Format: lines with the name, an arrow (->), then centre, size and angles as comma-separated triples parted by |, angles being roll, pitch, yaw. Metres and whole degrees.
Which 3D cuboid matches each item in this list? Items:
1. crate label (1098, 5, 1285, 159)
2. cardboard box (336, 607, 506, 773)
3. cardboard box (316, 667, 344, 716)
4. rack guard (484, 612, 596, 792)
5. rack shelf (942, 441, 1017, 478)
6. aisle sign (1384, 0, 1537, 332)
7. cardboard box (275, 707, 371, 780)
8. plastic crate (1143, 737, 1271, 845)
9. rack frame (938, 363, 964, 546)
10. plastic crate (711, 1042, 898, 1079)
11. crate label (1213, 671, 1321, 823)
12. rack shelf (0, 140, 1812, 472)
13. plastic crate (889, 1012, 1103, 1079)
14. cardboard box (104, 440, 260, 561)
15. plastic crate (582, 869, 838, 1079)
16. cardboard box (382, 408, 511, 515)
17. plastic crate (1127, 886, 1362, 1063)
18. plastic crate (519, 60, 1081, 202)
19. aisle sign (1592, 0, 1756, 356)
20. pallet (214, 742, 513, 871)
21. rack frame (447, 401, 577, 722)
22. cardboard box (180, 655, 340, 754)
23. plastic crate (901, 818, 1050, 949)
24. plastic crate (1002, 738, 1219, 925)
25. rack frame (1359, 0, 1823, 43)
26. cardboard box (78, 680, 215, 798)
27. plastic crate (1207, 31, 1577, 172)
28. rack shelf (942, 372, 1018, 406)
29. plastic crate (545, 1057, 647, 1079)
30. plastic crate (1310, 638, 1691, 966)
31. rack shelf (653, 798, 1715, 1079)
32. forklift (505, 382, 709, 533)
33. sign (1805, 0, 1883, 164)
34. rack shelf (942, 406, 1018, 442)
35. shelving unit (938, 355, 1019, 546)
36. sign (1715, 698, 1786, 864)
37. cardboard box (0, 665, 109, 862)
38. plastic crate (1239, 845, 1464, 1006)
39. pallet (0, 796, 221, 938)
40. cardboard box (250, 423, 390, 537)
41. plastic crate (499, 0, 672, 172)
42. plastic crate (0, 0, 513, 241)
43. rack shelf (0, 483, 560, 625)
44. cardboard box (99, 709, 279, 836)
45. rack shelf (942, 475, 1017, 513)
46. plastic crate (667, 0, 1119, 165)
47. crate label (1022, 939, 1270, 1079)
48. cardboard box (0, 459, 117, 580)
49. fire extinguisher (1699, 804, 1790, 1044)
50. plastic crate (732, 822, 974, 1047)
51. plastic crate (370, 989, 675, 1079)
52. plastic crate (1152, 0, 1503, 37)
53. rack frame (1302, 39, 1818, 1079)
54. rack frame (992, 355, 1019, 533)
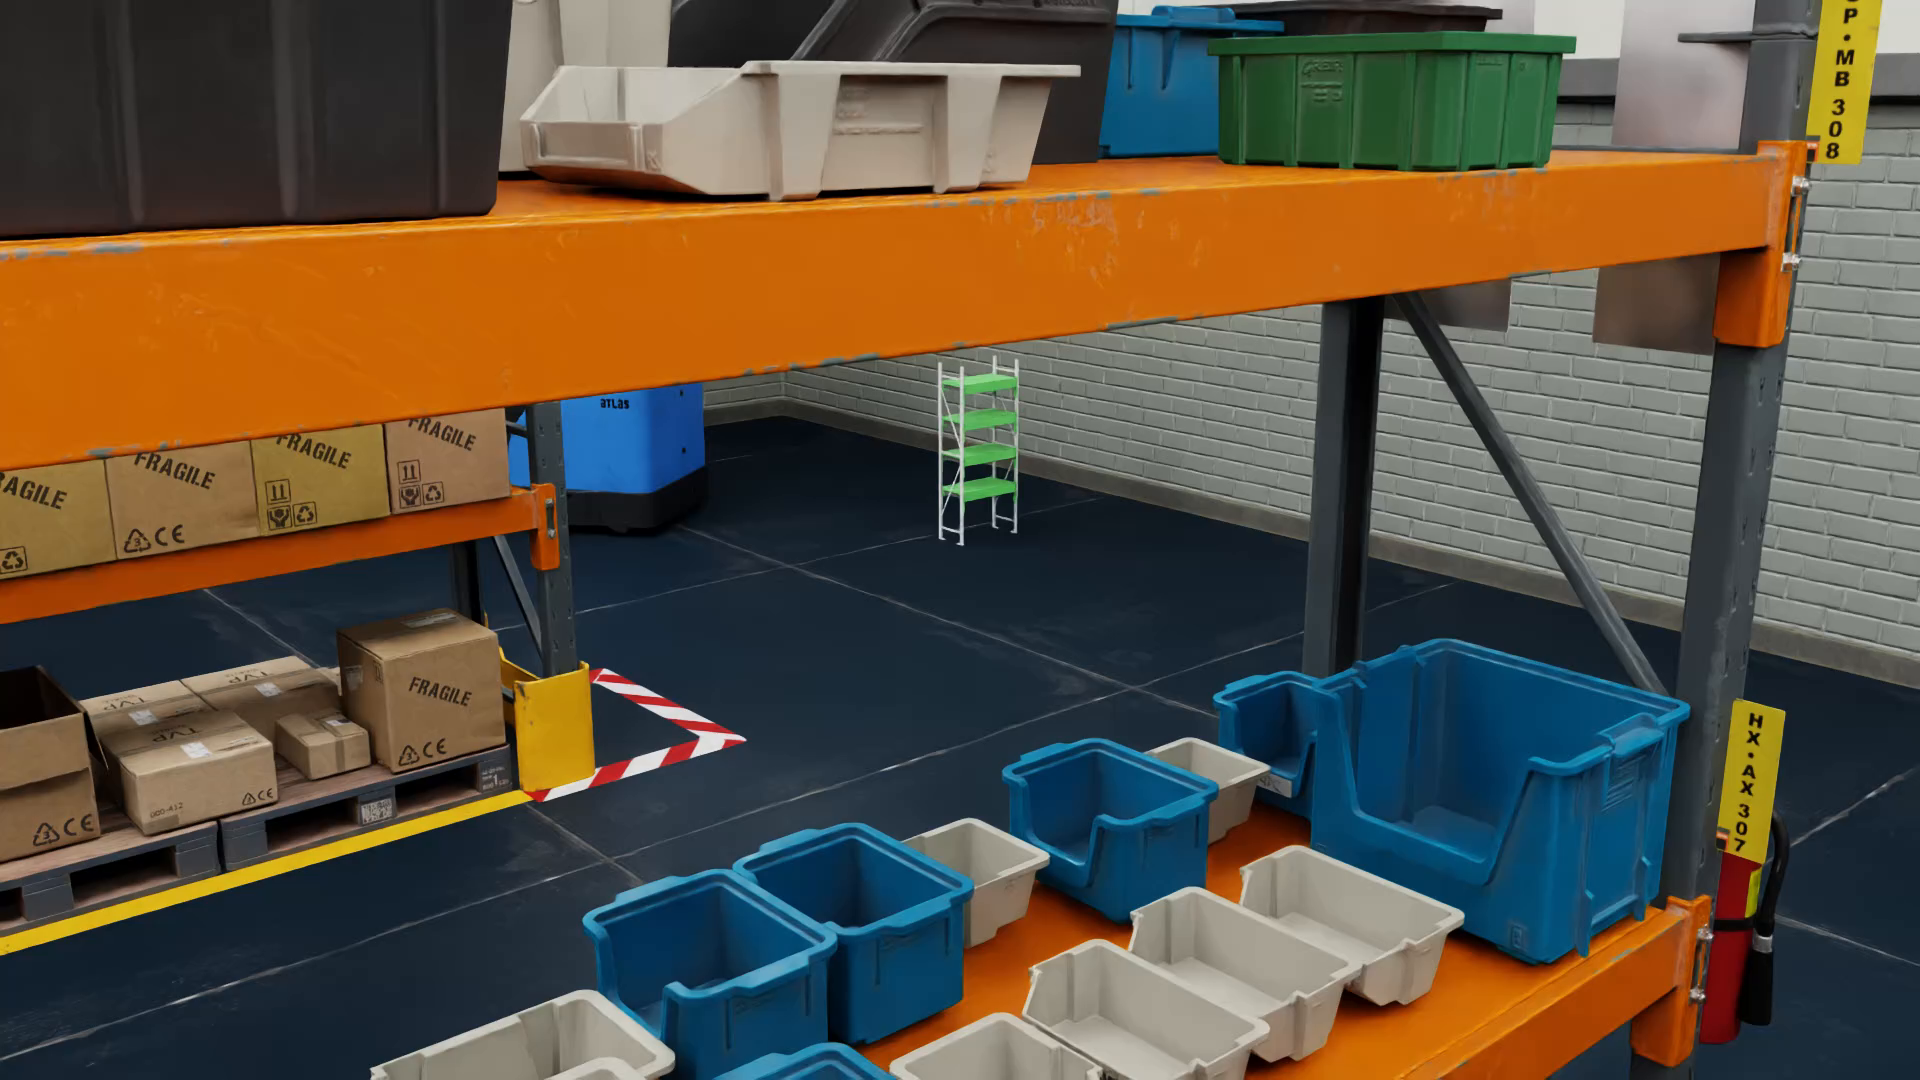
crate label -> 0.294, -0.828, 3.013 | 0.502, 0.251, 0.408 | -13, 19, -39
cardboard box -> -2.295, 0.626, 7.085 | 0.500, 0.500, 0.500 | -13, 19, -39
cardboard box -> -2.776, 0.694, 7.478 | 0.250, 0.166, 0.380 | -13, 19, -39
rack guard -> -2.104, 0.712, 7.618 | 0.348, 0.500, 1.175 | -13, 19, -39
rack shelf -> 0.125, -0.546, 11.217 | 0.480, 0.148, 0.258 | -13, 19, -39
aisle sign -> 1.062, -0.870, 3.657 | 0.004, 0.787, 0.394 | -13, 19, -39
cardboard box -> -2.659, 0.838, 6.936 | 0.250, 0.166, 0.380 | -13, 19, -39
plastic crate -> 0.504, 0.570, 3.697 | 0.298, 0.136, 0.250 | -13, 19, -39
rack frame -> -0.059, -0.566, 11.045 | 0.015, 1.200, 0.240 | -13, 19, -39
plastic crate -> -0.178, 0.906, 2.255 | 0.300, 0.233, 0.416 | -13, 19, -39
crate label -> 0.800, 0.486, 3.828 | 0.303, 0.233, 0.416 | -13, 19, -39
rack shelf -> -0.306, -0.307, 2.168 | 4.000, 0.370, 1.077 | -13, 19, -39
plastic crate -> 0.073, 0.880, 2.539 | 0.250, 0.136, 0.298 | -13, 19, -39
cardboard box -> -2.974, -0.256, 6.204 | 0.500, 0.500, 0.500 | -12, 19, -39
plastic crate -> -0.419, 0.759, 2.802 | 0.300, 0.233, 0.416 | -13, 19, -39
cardboard box -> -2.205, -0.428, 6.848 | 0.500, 0.500, 0.500 | -12, 19, -38
plastic crate -> 0.478, 0.774, 2.935 | 0.243, 0.136, 0.396 | -13, 19, -39
plastic crate -> -0.193, -0.468, 1.886 | 0.530, 0.136, 0.437 | -13, 19, -39
aisle sign -> 1.449, -0.755, 3.227 | 0.004, 0.787, 0.394 | -13, 19, -39
pallet -> -2.704, 0.986, 7.149 | 1.213, 0.211, 1.003 | -13, 19, -39
rack frame -> -2.046, -0.509, 7.343 | 0.127, 3.000, 1.000 | -13, 19, -39
cardboard box -> -3.020, 0.728, 7.186 | 0.500, 0.250, 0.500 | -13, 19, -39
plastic crate -> -0.008, 0.685, 3.267 | 0.298, 0.136, 0.250 | -13, 19, -39
plastic crate -> 0.304, 0.597, 3.410 | 0.300, 0.233, 0.416 | -13, 19, -39
rack frame -> 1.203, -2.442, 2.956 | 0.127, 3.000, 1.000 | -13, 19, -39
cardboard box -> -3.397, 0.813, 6.869 | 0.500, 0.250, 0.500 | -13, 19, -39
plastic crate -> 0.646, -0.668, 2.537 | 0.336, 0.188, 0.450 | -13, 19, -39
rack shelf -> 0.125, -1.010, 11.093 | 0.480, 0.148, 0.258 | -13, 19, -39
plastic crate -> -0.542, 0.939, 2.036 | 0.530, 0.282, 0.437 | -13, 19, -39
plastic crate -> 1.073, 0.503, 3.370 | 0.499, 0.435, 0.616 | -13, 19, -39
rack shelf -> -0.306, 1.142, 2.555 | 4.000, 0.370, 1.077 | -13, 19, -39
forklift -> -3.411, -1.649, 11.744 | 3.031, 2.935, 1.130 | 4, 15, 14
sign -> 1.576, -0.838, 2.966 | 0.005, 0.325, 0.100 | -13, 19, -39
rack shelf -> 0.125, -0.778, 11.155 | 0.480, 0.148, 0.258 | -13, 19, -39
shelving unit -> 0.125, -0.608, 11.200 | 0.503, 1.200, 0.258 | -13, 19, -39
sign -> 1.576, 0.481, 3.319 | 0.005, 0.325, 0.100 | -13, 19, -39
cardboard box -> -3.650, 0.843, 6.267 | 0.637, 0.503, 0.797 | -13, 19, -39
plastic crate -> 0.706, 0.728, 3.108 | 0.243, 0.136, 0.396 | -13, 19, -39
pallet -> -3.624, 1.192, 6.379 | 1.213, 0.211, 1.003 | -13, 19, -39
cardboard box -> -2.594, -0.340, 6.516 | 0.500, 0.500, 0.500 | -12, 19, -39
plastic crate -> -0.672, -0.621, 2.178 | 0.530, 0.282, 0.437 | -13, 19, -39
plastic crate -> -0.698, -0.410, 1.412 | 0.590, 0.269, 0.497 | -13, 19, -39
rack shelf -> -3.555, 0.177, 6.168 | 4.000, 0.370, 1.077 | -13, 19, -39
cardboard box -> -3.031, 0.902, 6.536 | 0.500, 0.250, 0.500 | -13, 19, -39
rack shelf -> 0.125, -0.314, 11.279 | 0.480, 0.148, 0.258 | -13, 19, -39
plastic crate -> -0.130, -0.758, 2.583 | 0.767, 0.338, 0.504 | -13, 19, -39
crate label -> 0.284, 0.826, 2.740 | 0.243, 0.136, 0.396 | -13, 19, -39
cardboard box -> -3.355, -0.171, 5.884 | 0.500, 0.500, 0.500 | -13, 20, -40
fire extinguisher -> 1.615, 0.736, 3.553 | 0.183, 0.674, 0.296 | -13, 19, -39
plastic crate -> -0.193, 0.709, 2.993 | 0.300, 0.233, 0.416 | -13, 19, -39
plastic crate -> -0.699, 0.878, 2.544 | 0.466, 0.136, 0.293 | -13, 19, -39
plastic crate -> 0.729, -0.919, 3.319 | 0.590, 0.269, 0.497 | -13, 19, -39
rack frame -> 1.203, 0.456, 3.731 | 0.127, 3.000, 1.000 | -13, 19, -39
rack frame -> 0.309, -0.649, 11.355 | 0.015, 1.200, 0.240 | -13, 19, -39
